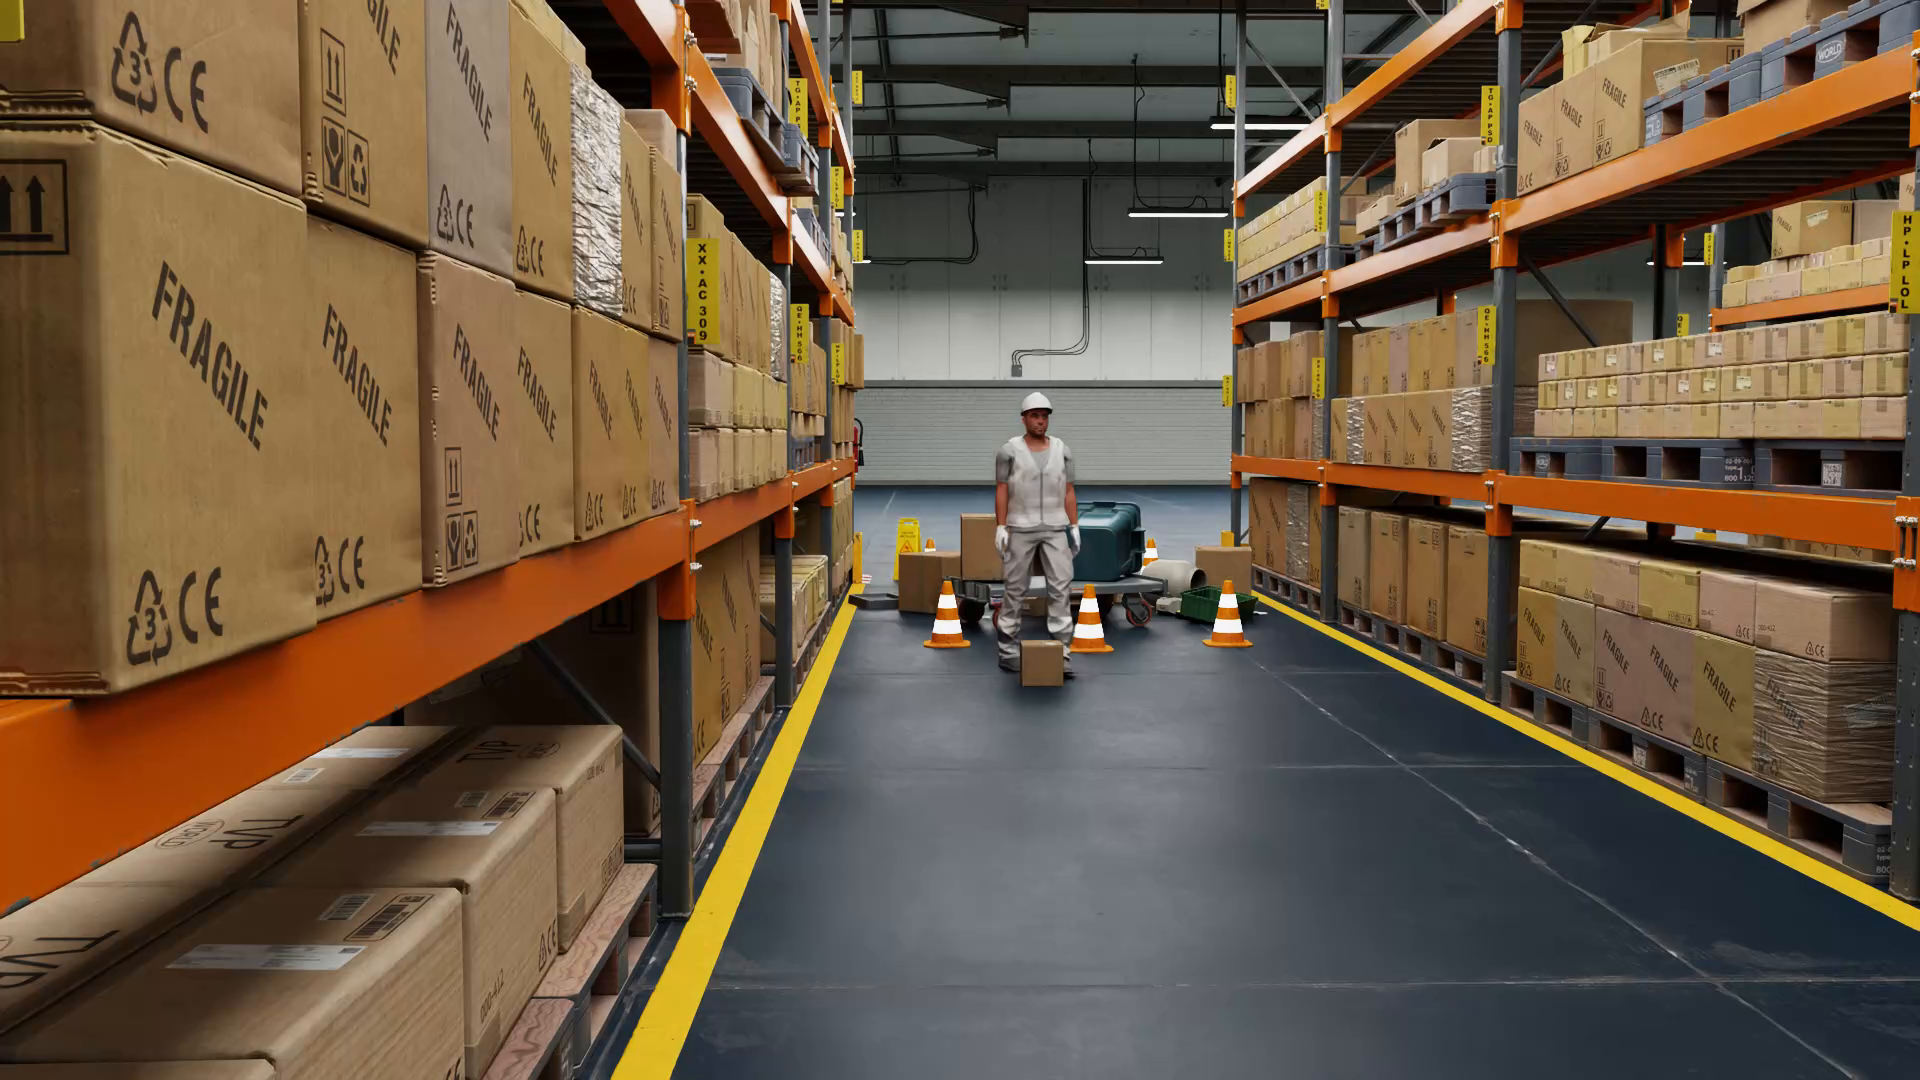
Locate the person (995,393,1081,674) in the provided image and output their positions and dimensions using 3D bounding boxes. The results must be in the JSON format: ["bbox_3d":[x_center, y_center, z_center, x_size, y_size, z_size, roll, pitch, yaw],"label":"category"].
[{"bbox_3d":[0.517,-0.041,10.579,0.564,1.792,0.569,-1,4,-11],"label":"person"}]
